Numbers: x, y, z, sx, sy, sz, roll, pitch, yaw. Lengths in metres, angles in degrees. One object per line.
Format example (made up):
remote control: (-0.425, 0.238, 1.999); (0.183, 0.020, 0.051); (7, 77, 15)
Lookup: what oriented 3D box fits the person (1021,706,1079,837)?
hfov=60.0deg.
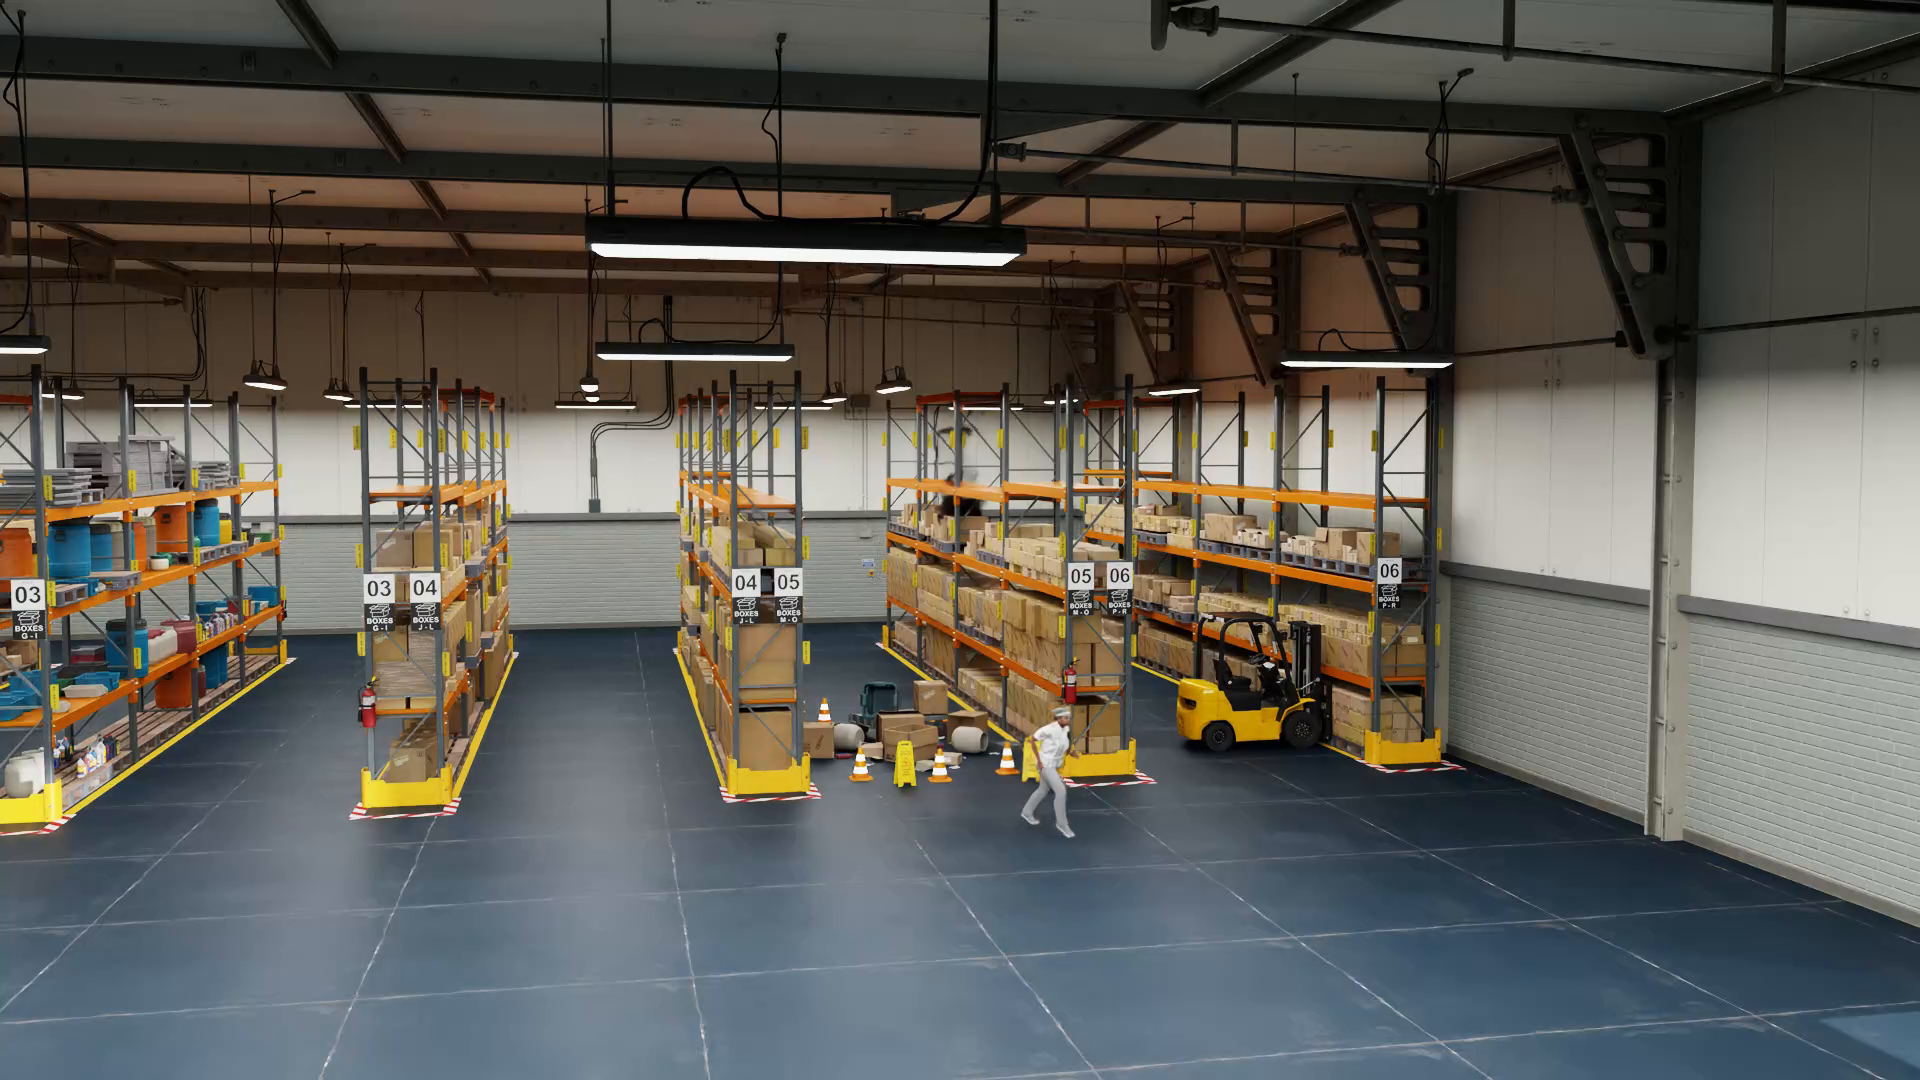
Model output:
person: (1.119, 2.928, 21.284); (0.873, 1.682, 0.572); (3, 4, 37)
